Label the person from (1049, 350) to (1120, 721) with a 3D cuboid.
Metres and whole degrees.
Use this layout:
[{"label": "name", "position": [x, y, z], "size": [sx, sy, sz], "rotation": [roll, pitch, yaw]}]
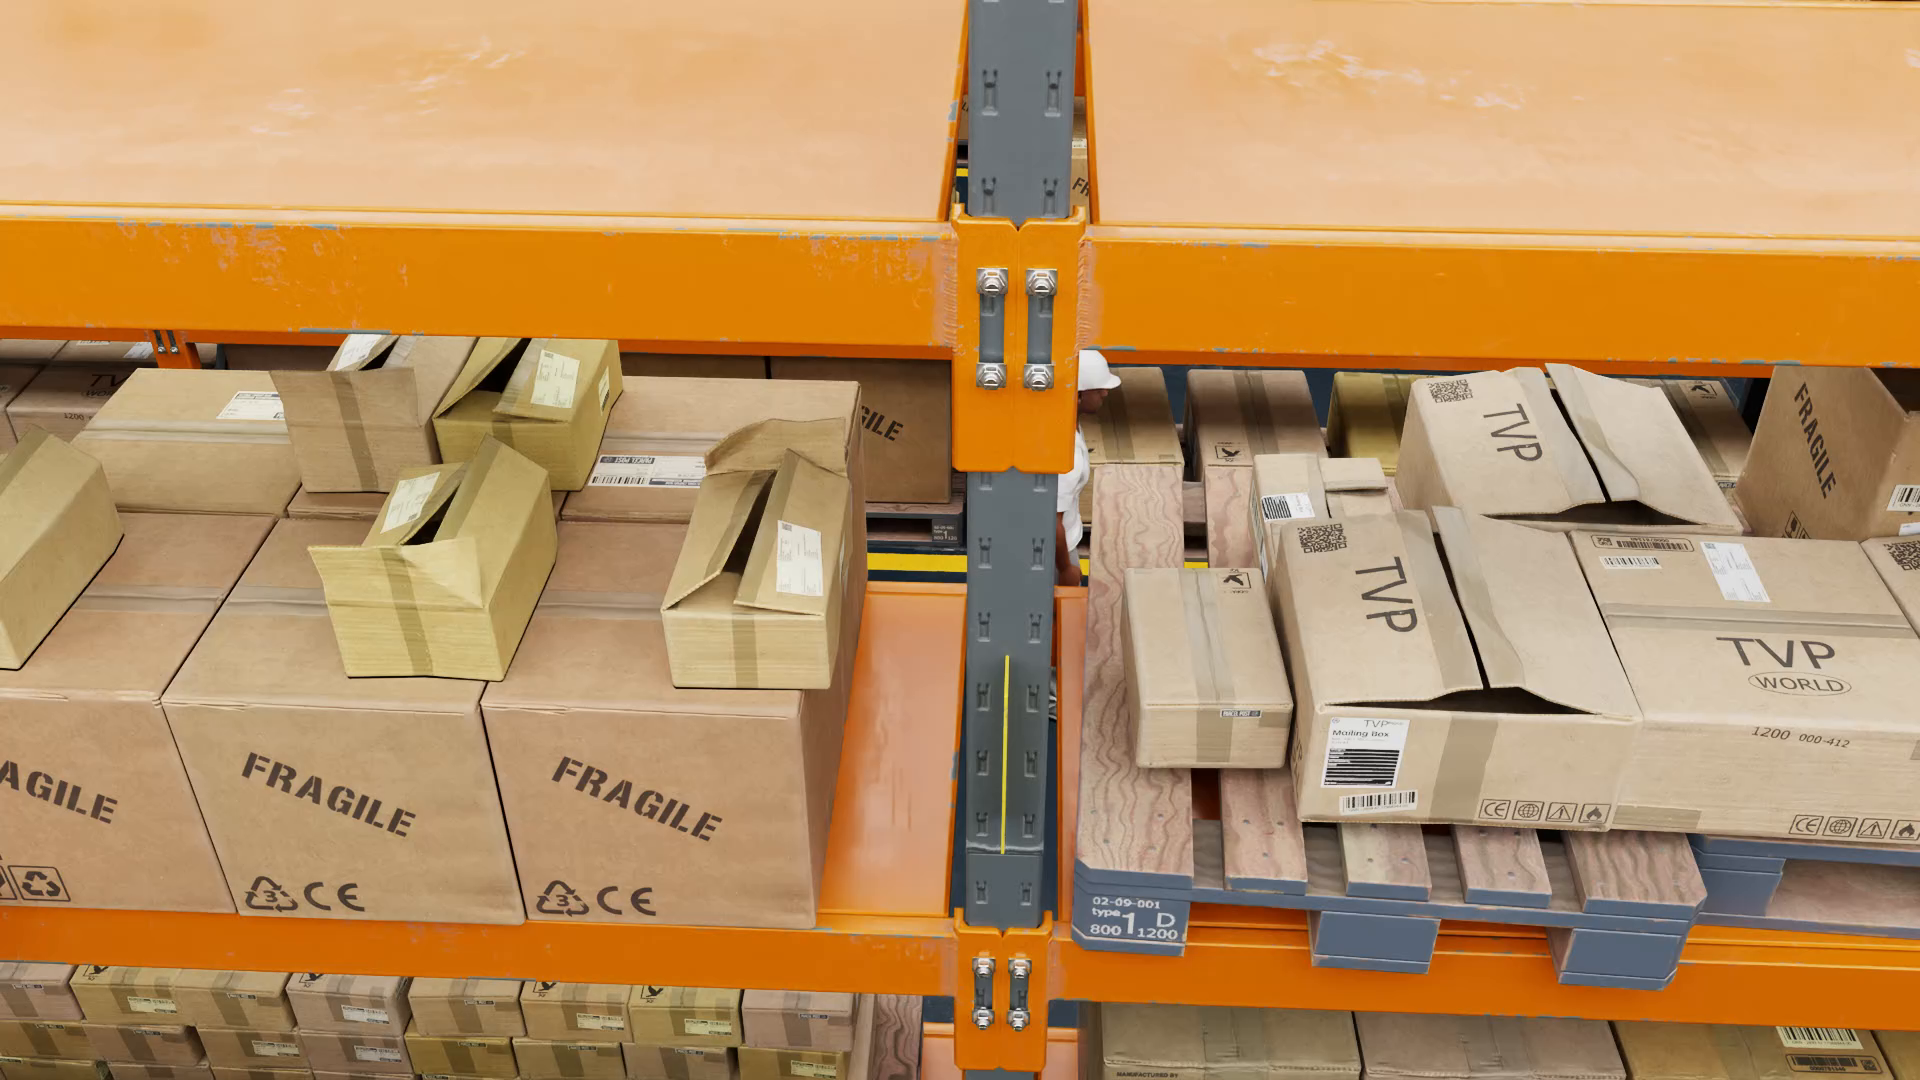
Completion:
[{"label": "person", "position": [0.423, -0.032, 7.149], "size": [0.458, 1.757, 0.626], "rotation": [-1, 35, -2]}]
